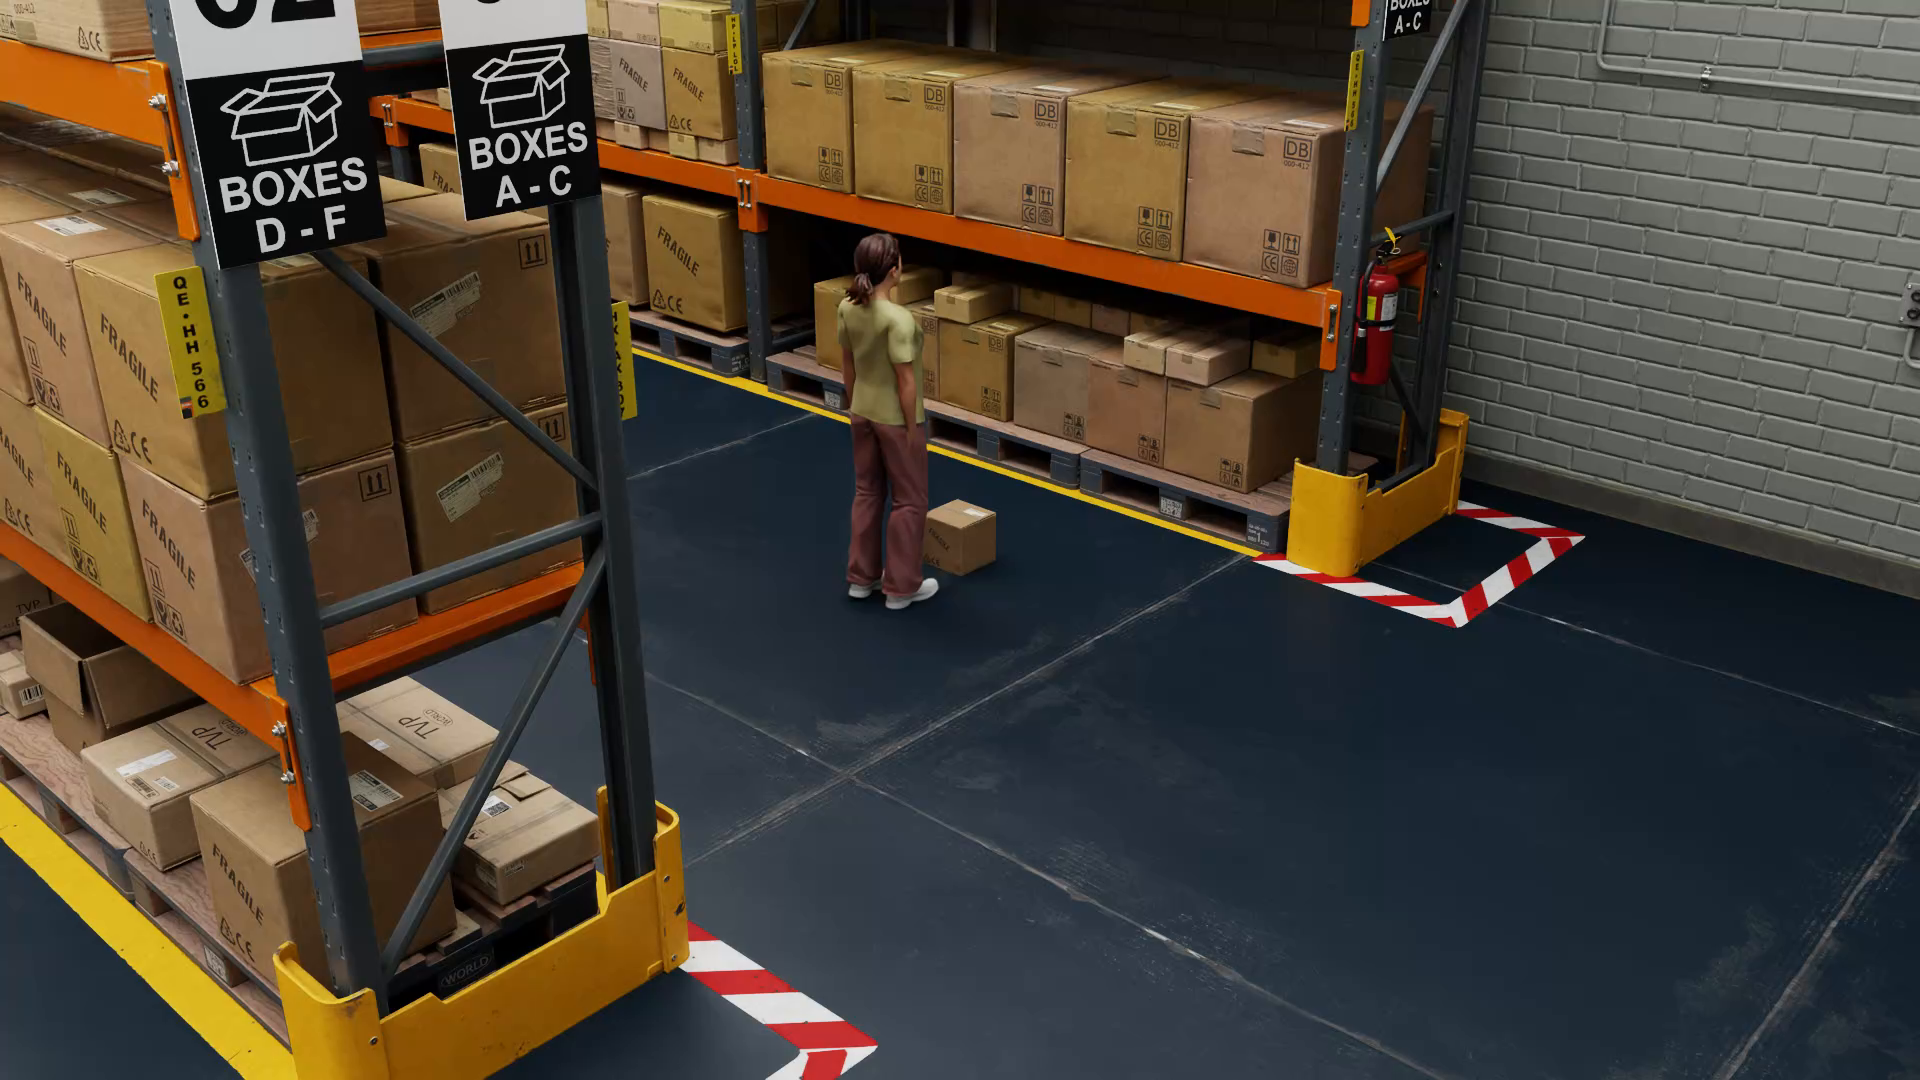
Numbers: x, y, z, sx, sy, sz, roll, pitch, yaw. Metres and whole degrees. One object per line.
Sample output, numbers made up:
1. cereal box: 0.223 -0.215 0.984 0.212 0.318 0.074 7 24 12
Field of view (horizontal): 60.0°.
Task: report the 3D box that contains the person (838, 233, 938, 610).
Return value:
1. person: -0.327 -0.512 7.268 0.440 1.674 0.369 21 31 39
